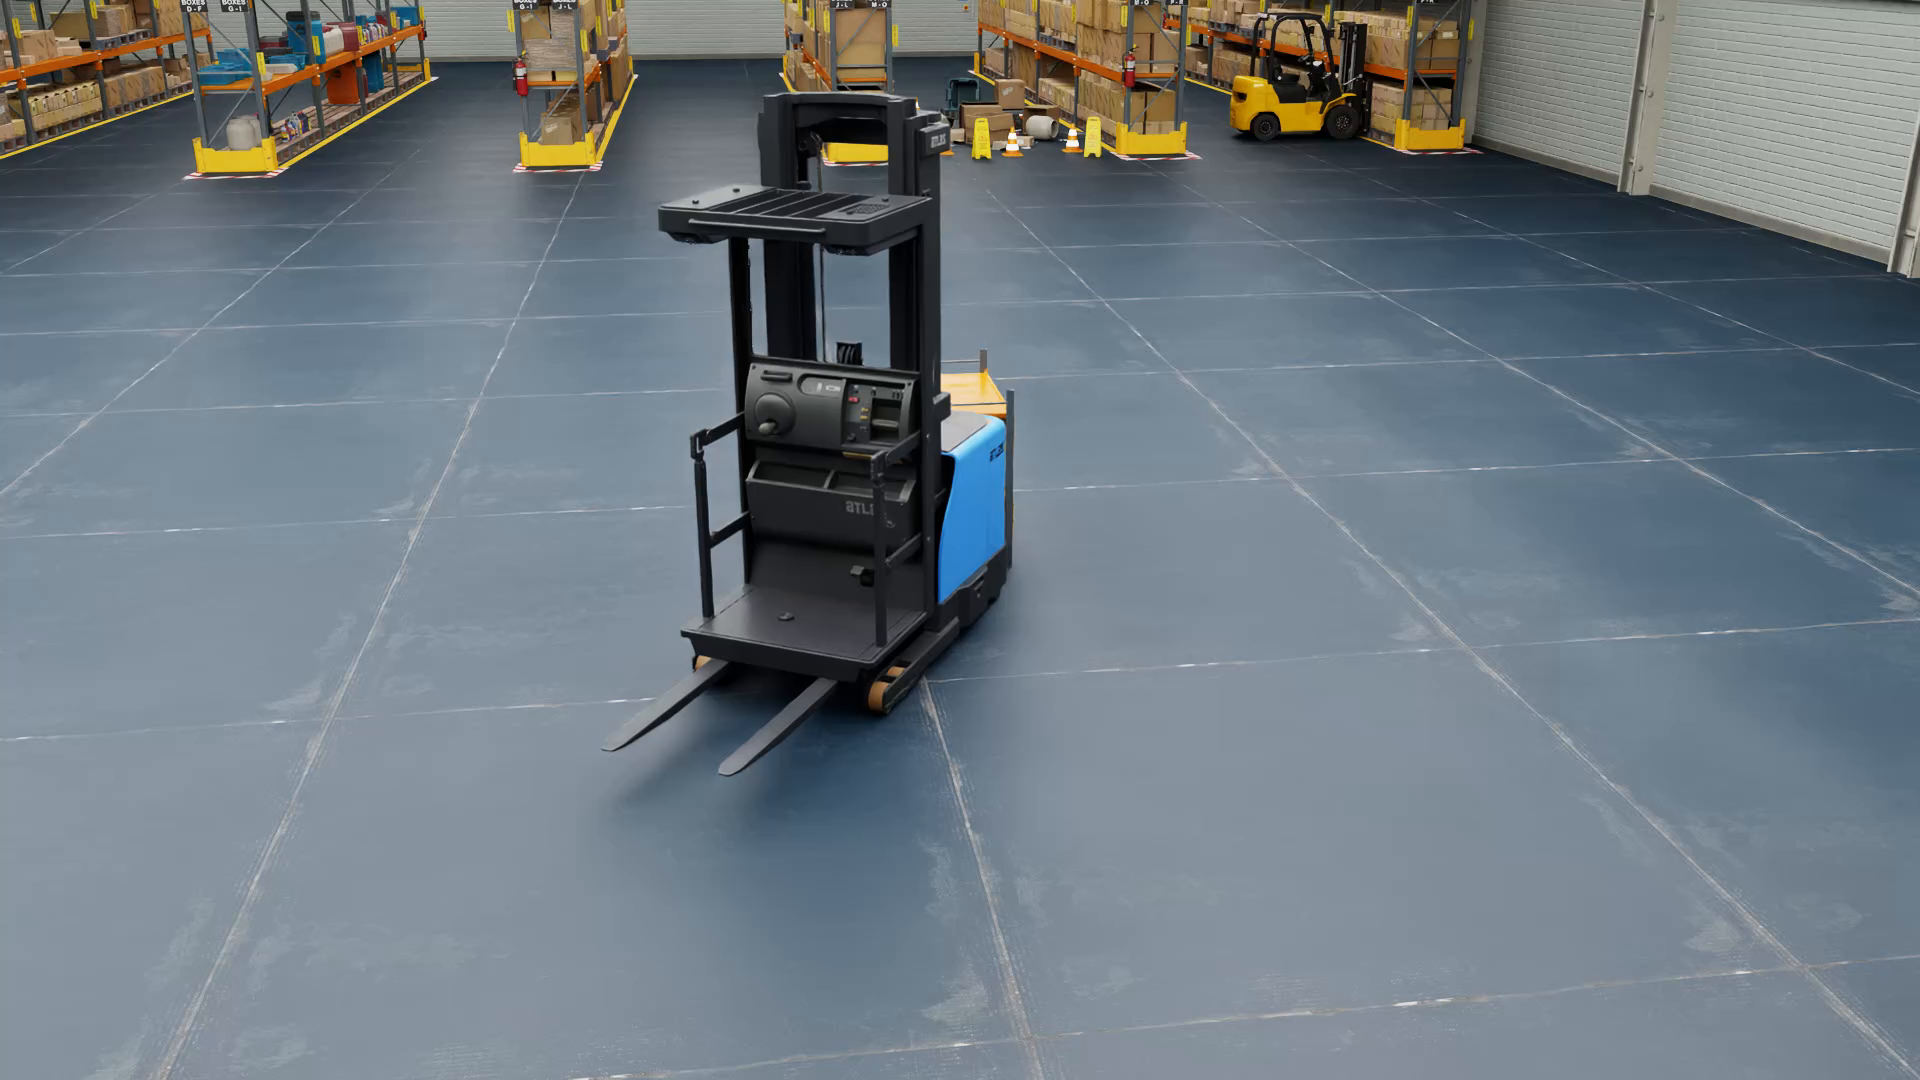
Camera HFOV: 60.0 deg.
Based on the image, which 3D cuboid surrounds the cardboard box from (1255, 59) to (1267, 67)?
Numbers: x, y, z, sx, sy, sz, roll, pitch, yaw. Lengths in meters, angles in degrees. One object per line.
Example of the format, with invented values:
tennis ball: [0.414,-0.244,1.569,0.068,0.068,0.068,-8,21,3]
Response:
cardboard box: [6.712,-10.525,36.655,0.380,0.149,0.250,-4,21,-10]

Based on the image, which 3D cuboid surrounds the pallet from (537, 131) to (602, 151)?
pallet: [-6.796,-6.941,28.998,1.003,0.211,1.213,-3,21,-8]

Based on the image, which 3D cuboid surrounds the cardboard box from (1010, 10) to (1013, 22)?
cardboard box: [1.434,-11.989,38.029,0.500,0.250,0.500,-3,21,-7]

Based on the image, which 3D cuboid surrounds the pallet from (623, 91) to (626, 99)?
pallet: [-8.074,-10.101,37.460,1.003,0.211,1.213,-3,21,-8]

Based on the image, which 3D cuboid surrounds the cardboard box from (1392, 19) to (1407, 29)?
cardboard box: [7.797,-9.044,29.149,0.380,0.149,0.250,-2,21,-7]

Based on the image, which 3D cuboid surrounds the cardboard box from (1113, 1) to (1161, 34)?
cardboard box: [2.987,-8.837,28.091,0.700,0.500,0.500,-3,21,-9]

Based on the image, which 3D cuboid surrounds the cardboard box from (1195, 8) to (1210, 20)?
cardboard box: [6.056,-12.828,40.565,0.500,0.250,0.500,-3,21,-8]

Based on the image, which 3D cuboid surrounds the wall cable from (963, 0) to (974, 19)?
wall cable: [0.134,-15.998,47.764,0.585,1.953,0.123,-3,21,-8]

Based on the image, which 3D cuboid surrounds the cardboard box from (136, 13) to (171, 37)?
cardboard box: [-17.867,-11.410,36.835,0.500,0.500,0.500,-2,21,-6]

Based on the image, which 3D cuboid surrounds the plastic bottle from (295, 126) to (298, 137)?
plastic bottle: [-11.492,-7.064,28.713,0.097,0.201,0.097,0,20,0]

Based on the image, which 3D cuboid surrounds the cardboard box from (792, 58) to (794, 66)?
cardboard box: [-3.765,-11.309,39.331,0.380,0.149,0.250,-3,21,-8]

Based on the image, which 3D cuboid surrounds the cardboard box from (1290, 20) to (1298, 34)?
cardboard box: [7.084,-10.504,34.054,0.500,0.250,0.500,-3,21,-7]

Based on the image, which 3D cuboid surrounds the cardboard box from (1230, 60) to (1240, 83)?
cardboard box: [6.527,-10.733,38.137,0.500,0.500,0.500,-4,21,-10]

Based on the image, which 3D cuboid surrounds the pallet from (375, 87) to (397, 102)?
pallet: [-13.091,-9.846,36.776,1.003,0.211,1.213,-3,21,-8]

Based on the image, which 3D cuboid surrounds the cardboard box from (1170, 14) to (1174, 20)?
cardboard box: [5.657,-13.562,43.100,0.380,0.149,0.250,-3,21,-8]

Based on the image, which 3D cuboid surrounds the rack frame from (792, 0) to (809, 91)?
rack frame: [-3.337,-11.886,38.254,1.000,3.000,0.127,-3,21,-8]

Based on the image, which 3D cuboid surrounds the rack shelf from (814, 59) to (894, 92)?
rack shelf: [-1.896,-8.087,29.109,1.077,0.370,4.000,-3,21,-8]

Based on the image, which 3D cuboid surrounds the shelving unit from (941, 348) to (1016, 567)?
shelving unit: [-0.001,-0.529,10.526,0.538,1.125,1.048,-3,21,-8]

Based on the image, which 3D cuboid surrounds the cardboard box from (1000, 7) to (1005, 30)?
cardboard box: [1.227,-12.365,39.394,0.500,0.500,0.500,-3,21,-7]

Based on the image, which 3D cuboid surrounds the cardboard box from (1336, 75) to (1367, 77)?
cardboard box: [7.434,-8.669,31.540,0.500,0.250,0.500,-3,21,-8]

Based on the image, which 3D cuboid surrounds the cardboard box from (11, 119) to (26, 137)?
cardboard box: [-16.627,-7.162,28.934,0.500,0.250,0.500,-3,21,-8]

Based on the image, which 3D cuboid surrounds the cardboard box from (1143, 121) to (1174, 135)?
cardboard box: [3.434,-7.218,29.084,0.500,0.250,0.500,-3,21,-8]

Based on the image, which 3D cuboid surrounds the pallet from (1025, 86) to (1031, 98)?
pallet: [1.911,-10.178,37.665,1.003,0.211,1.213,-3,21,-8]

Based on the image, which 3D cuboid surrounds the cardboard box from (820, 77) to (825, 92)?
cardboard box: [-2.029,-7.785,29.708,0.875,0.875,0.875,-3,21,-7]

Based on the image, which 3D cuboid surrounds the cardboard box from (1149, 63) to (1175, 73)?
cardboard box: [3.432,-8.027,28.278,0.380,0.149,0.250,-3,21,-8]

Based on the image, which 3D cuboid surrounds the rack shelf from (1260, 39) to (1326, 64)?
rack shelf: [7.323,-10.008,34.253,1.077,0.370,4.000,-3,21,-8]

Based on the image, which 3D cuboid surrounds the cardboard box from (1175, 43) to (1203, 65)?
cardboard box: [5.876,-12.618,43.181,0.797,0.503,0.637,-4,21,-10]

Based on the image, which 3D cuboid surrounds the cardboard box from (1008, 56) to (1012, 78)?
cardboard box: [1.562,-11.390,39.987,0.875,0.438,0.875,-3,21,-9]

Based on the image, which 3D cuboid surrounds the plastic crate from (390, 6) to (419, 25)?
plastic crate: [-13.505,-12.744,40.415,0.616,0.435,0.499,-3,21,-8]

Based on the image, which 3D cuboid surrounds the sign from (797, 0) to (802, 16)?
sign: [-3.296,-10.976,34.275,0.100,0.325,0.005,-3,21,-8]

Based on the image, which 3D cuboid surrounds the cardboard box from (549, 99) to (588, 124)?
cardboard box: [-6.999,-7.589,29.719,0.500,0.500,0.500,4,21,9]

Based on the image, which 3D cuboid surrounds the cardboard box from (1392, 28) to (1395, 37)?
cardboard box: [7.817,-8.904,29.200,0.380,0.149,0.250,-3,21,-7]

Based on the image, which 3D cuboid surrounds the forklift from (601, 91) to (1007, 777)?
forklift: [-0.750,-0.663,8.301,1.130,2.935,3.031,8,22,21]

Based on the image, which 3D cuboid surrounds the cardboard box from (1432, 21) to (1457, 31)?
cardboard box: [8.351,-8.885,28.723,0.380,0.149,0.250,-3,21,-9]

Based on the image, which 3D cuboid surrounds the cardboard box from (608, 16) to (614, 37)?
cardboard box: [-7.638,-10.871,35.391,0.500,0.500,0.500,-3,21,-9]

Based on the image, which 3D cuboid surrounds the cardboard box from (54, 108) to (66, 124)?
cardboard box: [-16.873,-7.820,30.696,0.500,0.250,0.500,-4,21,-9]

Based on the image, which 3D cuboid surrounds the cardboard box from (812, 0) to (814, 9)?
cardboard box: [-2.556,-10.508,32.992,0.700,0.500,0.500,-3,21,-9]

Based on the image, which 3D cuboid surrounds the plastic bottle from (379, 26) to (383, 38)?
plastic bottle: [-12.732,-11.117,36.370,0.152,0.276,0.135,-3,21,-8]

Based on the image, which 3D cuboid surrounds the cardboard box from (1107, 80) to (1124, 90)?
cardboard box: [2.783,-7.968,29.093,0.380,0.149,0.250,-2,21,-6]

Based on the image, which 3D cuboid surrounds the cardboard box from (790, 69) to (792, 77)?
cardboard box: [-3.880,-11.224,39.956,0.380,0.149,0.250,-3,21,-8]

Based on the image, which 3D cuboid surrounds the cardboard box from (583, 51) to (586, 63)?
cardboard box: [-6.863,-8.410,28.379,0.875,0.500,0.500,-3,21,-8]

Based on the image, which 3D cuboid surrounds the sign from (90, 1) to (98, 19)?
sign: [-16.938,-10.359,32.511,0.100,0.325,0.005,-3,21,-8]

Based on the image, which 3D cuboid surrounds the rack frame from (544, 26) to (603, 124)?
rack frame: [-7.107,-8.901,30.261,1.000,3.000,0.127,-3,21,-8]

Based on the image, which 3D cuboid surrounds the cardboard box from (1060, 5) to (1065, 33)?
cardboard box: [2.265,-10.283,32.793,0.500,0.500,0.500,-2,21,-6]

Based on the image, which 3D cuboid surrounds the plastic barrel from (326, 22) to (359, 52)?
plastic barrel: [-12.218,-9.955,32.888,0.600,0.536,0.708,-3,21,-8]

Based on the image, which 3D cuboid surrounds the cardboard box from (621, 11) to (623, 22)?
cardboard box: [-8.279,-12.439,39.522,0.500,0.250,0.500,-3,21,-8]

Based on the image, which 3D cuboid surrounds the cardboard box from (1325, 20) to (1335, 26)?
cardboard box: [7.342,-10.110,32.429,0.380,0.149,0.250,-2,21,-6]

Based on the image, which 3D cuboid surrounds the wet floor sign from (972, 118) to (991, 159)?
wet floor sign: [0.356,-6.718,27.782,0.267,0.644,0.232,-7,21,-17]

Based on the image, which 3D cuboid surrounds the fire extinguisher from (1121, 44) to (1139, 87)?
fire extinguisher: [2.837,-7.917,27.737,0.296,0.674,0.183,-3,21,-8]
